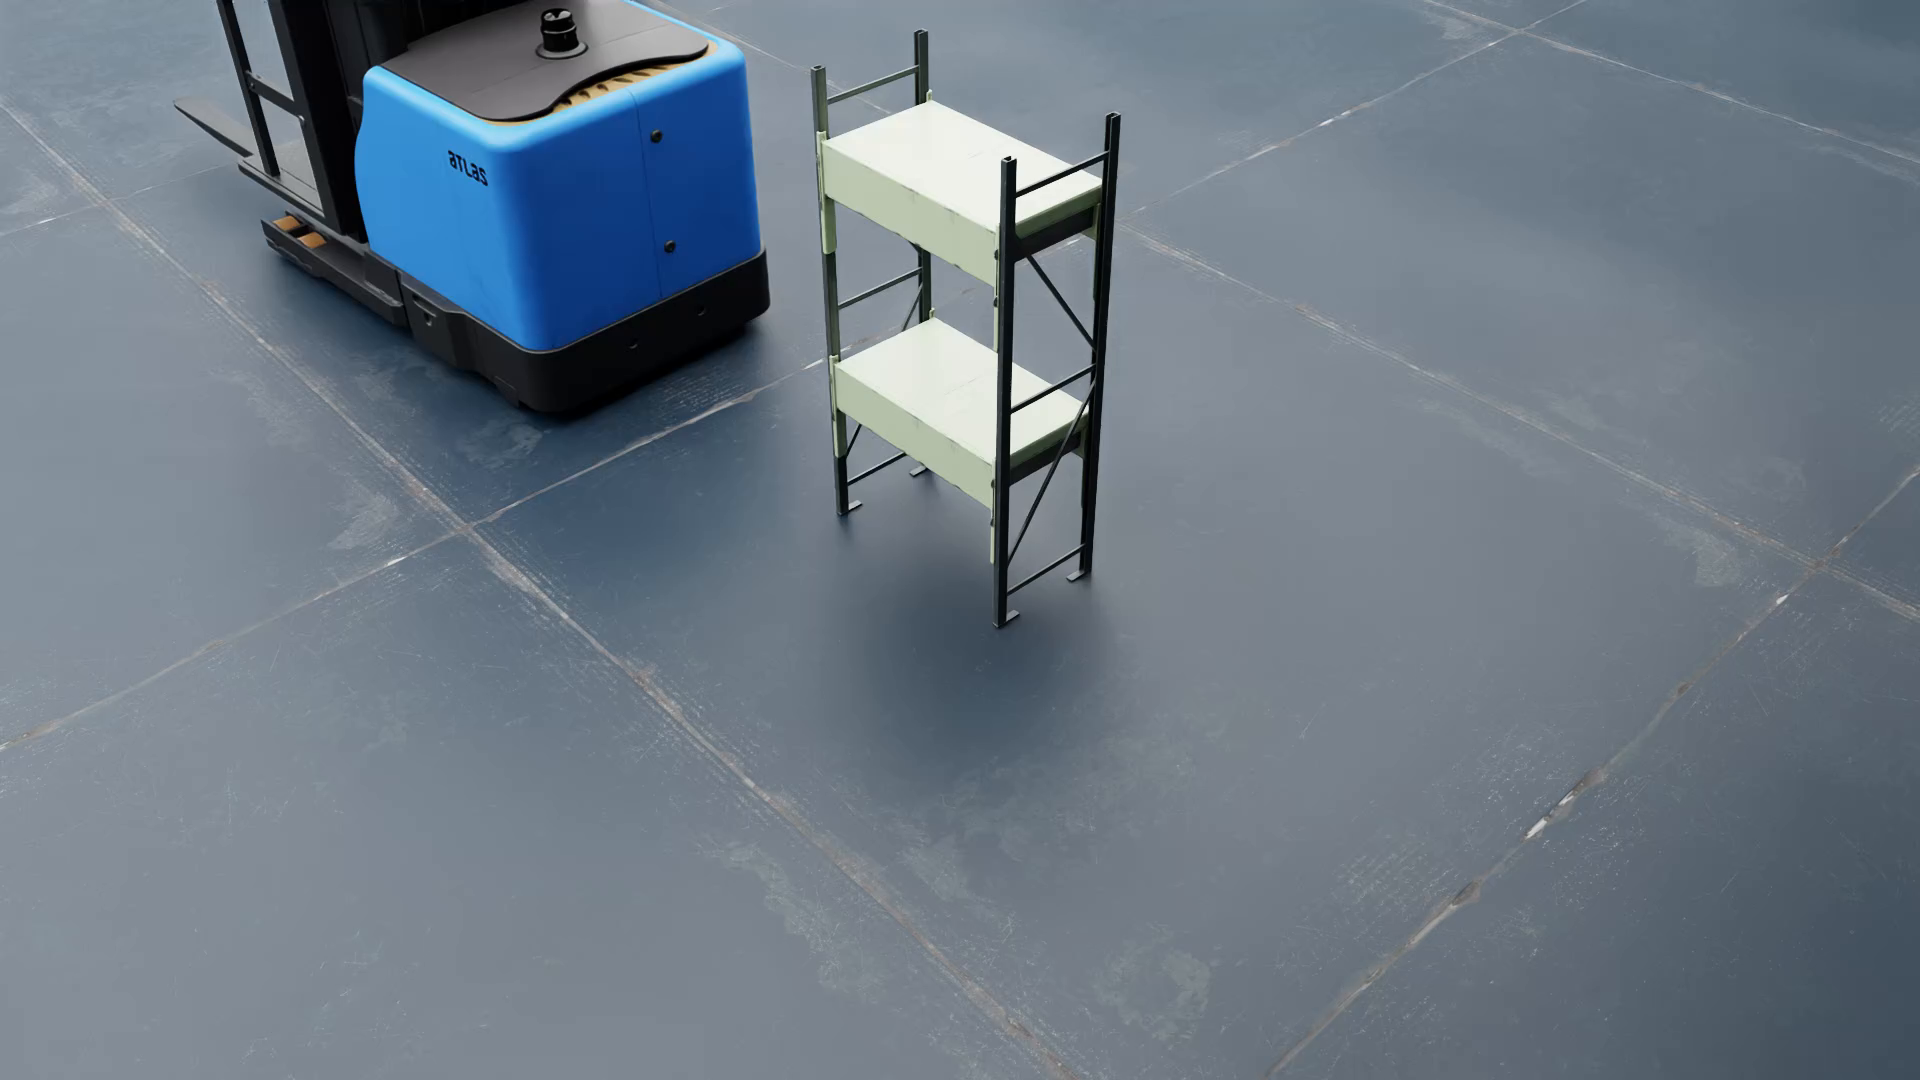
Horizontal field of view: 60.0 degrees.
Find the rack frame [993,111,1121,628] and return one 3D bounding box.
[{"bbox_3d":[0.252,-0.411,4.565,0.400,1.500,0.023,-30,48,-32],"label":"rack frame"}]

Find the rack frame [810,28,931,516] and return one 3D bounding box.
[{"bbox_3d":[-0.243,-0.750,4.985,0.400,1.500,0.023,-30,48,-32],"label":"rack frame"}]

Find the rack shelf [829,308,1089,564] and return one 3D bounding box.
[{"bbox_3d":[0.005,-0.327,4.980,0.431,0.370,0.720,-30,48,-32],"label":"rack shelf"}]

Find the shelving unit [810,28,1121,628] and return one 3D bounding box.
[{"bbox_3d":[0.005,-0.580,4.775,0.431,1.500,0.755,-30,48,-32],"label":"shelving unit"}]

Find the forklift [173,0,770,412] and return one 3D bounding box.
[{"bbox_3d":[-2.123,-2.386,5.872,3.031,2.935,1.130,31,48,33],"label":"forklift"}]

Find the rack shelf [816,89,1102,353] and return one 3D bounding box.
[{"bbox_3d":[0.005,-0.884,4.530,0.431,0.370,0.720,-30,48,-32],"label":"rack shelf"}]
